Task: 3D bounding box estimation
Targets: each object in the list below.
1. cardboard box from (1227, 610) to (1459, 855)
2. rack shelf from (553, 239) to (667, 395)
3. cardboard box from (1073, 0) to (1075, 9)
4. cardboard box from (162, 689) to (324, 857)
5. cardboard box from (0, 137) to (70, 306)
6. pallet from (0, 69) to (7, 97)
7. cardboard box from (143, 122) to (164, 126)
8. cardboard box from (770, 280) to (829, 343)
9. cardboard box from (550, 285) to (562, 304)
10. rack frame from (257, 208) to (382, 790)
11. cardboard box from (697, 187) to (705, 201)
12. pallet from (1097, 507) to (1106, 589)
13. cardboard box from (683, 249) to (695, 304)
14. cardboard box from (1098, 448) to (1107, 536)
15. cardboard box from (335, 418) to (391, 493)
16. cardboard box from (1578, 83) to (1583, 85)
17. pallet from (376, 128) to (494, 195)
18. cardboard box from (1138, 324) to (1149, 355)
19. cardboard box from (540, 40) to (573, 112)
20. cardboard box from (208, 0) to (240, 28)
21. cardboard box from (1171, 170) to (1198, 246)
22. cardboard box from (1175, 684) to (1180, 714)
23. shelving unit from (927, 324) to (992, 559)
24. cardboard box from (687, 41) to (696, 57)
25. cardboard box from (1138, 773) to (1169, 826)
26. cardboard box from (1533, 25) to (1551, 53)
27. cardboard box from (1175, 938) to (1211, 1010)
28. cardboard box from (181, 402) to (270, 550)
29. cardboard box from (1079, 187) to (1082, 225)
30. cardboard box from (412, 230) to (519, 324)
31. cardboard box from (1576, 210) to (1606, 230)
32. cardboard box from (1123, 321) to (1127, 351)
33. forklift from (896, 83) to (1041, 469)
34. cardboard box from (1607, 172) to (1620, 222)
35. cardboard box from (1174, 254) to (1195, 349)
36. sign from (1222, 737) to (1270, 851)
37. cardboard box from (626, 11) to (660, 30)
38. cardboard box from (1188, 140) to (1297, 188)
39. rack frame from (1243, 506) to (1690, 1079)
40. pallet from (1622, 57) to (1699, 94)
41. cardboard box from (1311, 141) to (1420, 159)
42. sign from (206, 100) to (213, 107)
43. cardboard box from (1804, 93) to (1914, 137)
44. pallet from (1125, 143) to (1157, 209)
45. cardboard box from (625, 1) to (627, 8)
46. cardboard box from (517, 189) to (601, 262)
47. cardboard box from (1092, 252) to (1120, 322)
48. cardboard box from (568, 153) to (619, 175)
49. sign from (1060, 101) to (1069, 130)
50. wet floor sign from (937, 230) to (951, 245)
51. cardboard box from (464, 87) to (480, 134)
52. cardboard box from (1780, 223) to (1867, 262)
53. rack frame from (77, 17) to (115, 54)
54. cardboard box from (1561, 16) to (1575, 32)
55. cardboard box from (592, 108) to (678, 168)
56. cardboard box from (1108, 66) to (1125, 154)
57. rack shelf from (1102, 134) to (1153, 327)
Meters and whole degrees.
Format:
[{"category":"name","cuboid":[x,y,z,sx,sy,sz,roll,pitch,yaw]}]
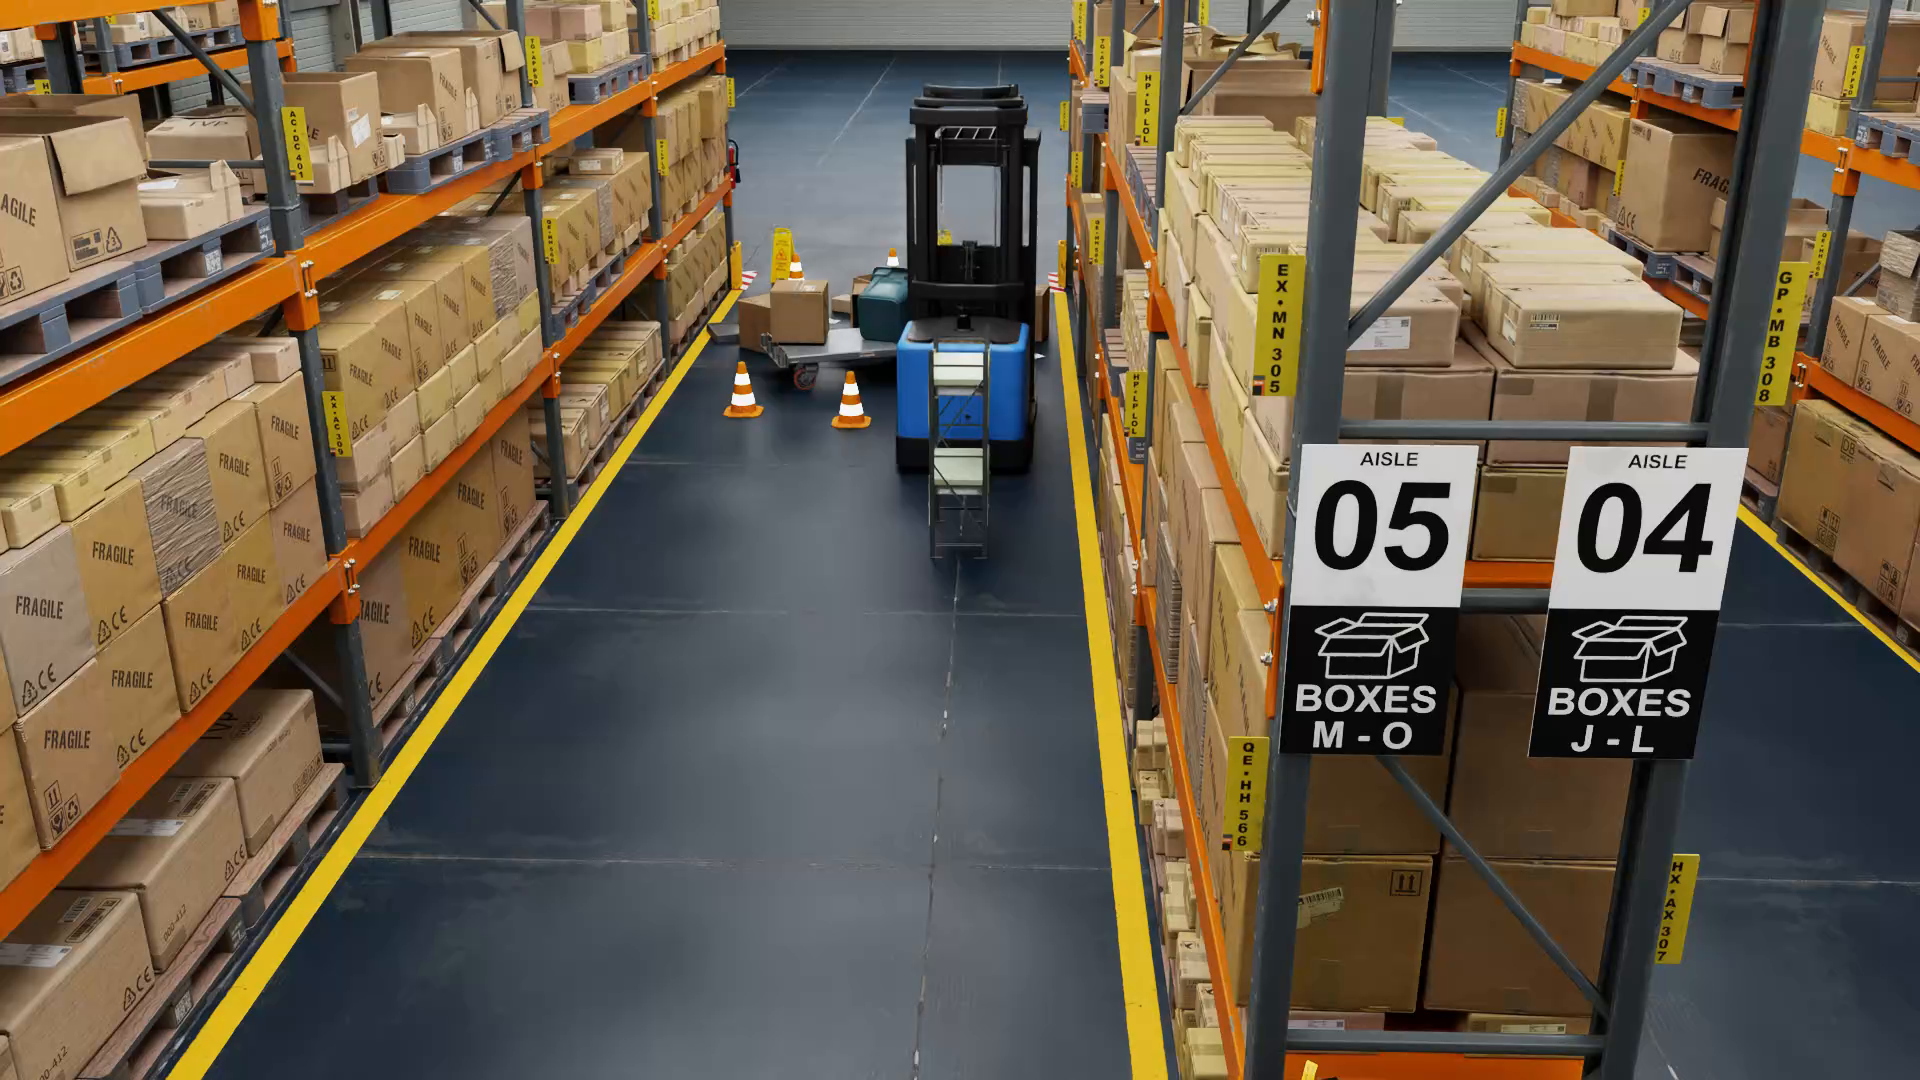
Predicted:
[{"category":"cardboard box","cuboid":[1.038,0.523,4.603,0.500,0.500,0.500,0,21,1]},{"category":"rack shelf","cuboid":[-3.374,-1.956,13.917,1.077,0.370,4.000,1,21,2]},{"category":"cardboard box","cuboid":[1.474,-5.797,17.753,0.500,0.250,0.500,0,21,1]},{"category":"cardboard box","cuboid":[-3.682,1.103,8.001,0.875,0.438,0.875,0,21,1]},{"category":"cardboard box","cuboid":[-3.467,-1.090,5.688,0.500,0.500,0.500,1,21,3]},{"category":"pallet","cuboid":[-8.434,-3.582,13.229,1.003,0.211,1.213,2,21,4]},{"category":"cardboard box","cuboid":[-8.452,-4.323,17.579,0.380,0.149,0.250,1,21,2]},{"category":"cardboard box","cuboid":[-1.533,-2.193,15.943,0.500,0.500,0.500,1,21,2]},{"category":"cardboard box","cuboid":[-3.197,-1.864,12.453,0.380,0.149,0.250,-1,21,-2]},{"category":"rack frame","cuboid":[-3.556,-0.122,8.196,1.000,3.000,0.127,1,21,2]},{"category":"cardboard box","cuboid":[-2.958,-3.743,17.875,0.380,0.149,0.250,0,21,1]},{"category":"pallet","cuboid":[1.491,0.032,11.653,1.003,0.211,1.213,1,21,2]},{"category":"cardboard box","cuboid":[-3.020,-2.682,16.978,0.500,0.500,0.500,1,21,4]},{"category":"cardboard box","cuboid":[1.240,-0.328,11.601,0.500,0.500,0.500,0,21,-1]},{"category":"cardboard box","cuboid":[-3.261,-0.441,8.535,0.500,0.250,0.500,0,21,0]},{"category":"cardboard box","cuboid":[6.935,-4.620,17.859,0.500,0.500,0.500,1,21,2]},{"category":"pallet","cuboid":[-3.432,-2.241,9.771,1.003,0.211,1.213,2,21,4]},{"category":"cardboard box","cuboid":[1.259,-1.176,9.857,0.380,0.149,0.250,0,21,1]},{"category":"cardboard box","cuboid":[-3.417,-3.566,12.784,0.797,0.503,0.637,1,21,2]},{"category":"cardboard box","cuboid":[-8.054,-5.669,17.490,0.700,0.500,0.500,1,21,2]},{"category":"cardboard box","cuboid":[1.120,-1.314,6.638,0.500,0.250,0.500,1,21,1]},{"category":"cardboard box","cuboid":[1.068,0.589,6.712,0.380,0.149,0.250,2,21,4]},{"category":"shelving unit","cuboid":[0.000,-0.702,11.764,0.431,1.500,0.755,1,21,2]},{"category":"cardboard box","cuboid":[-2.925,-5.054,17.108,0.380,0.149,0.250,0,21,1]},{"category":"cardboard box","cuboid":[1.054,1.254,8.011,0.380,0.149,0.250,1,21,3]},{"category":"cardboard box","cuboid":[6.432,-5.322,17.659,0.500,0.250,0.500,0,21,0]},{"category":"cardboard box","cuboid":[1.006,1.628,6.224,0.380,0.149,0.250,1,21,4]},{"category":"cardboard box","cuboid":[-3.318,-0.277,7.077,0.500,0.500,0.500,0,21,1]},{"category":"cardboard box","cuboid":[1.631,-3.399,16.435,0.875,0.550,0.550,1,21,2]},{"category":"cardboard box","cuboid":[-3.196,-1.705,10.757,0.500,0.500,0.500,1,21,3]},{"category":"cardboard box","cuboid":[6.286,-3.141,16.324,0.380,0.149,0.250,1,21,2]},{"category":"cardboard box","cuboid":[1.293,-1.372,11.185,0.380,0.149,0.250,2,21,4]},{"category":"forklift","cuboid":[0.118,-2.422,14.219,1.130,2.935,3.031,2,21,4]},{"category":"cardboard box","cuboid":[6.668,-3.253,15.715,0.875,0.500,0.500,1,21,2]},{"category":"cardboard box","cuboid":[1.075,-0.899,6.259,0.500,0.250,0.500,2,21,4]},{"category":"sign","cuboid":[0.719,0.642,4.190,0.100,0.325,0.005,1,21,2]},{"category":"cardboard box","cuboid":[-2.977,-4.778,15.294,0.380,0.149,0.250,0,21,1]},{"category":"cardboard box","cuboid":[1.098,-1.466,6.478,0.380,0.149,0.250,0,21,0]},{"category":"rack frame","cuboid":[1.273,1.342,4.422,1.000,3.000,0.127,1,21,2]},{"category":"pallet","cuboid":[6.467,-3.994,14.289,1.213,0.211,1.003,1,21,2]},{"category":"cardboard box","cuboid":[1.569,-1.457,6.456,0.380,0.149,0.250,1,21,4]},{"category":"sign","cuboid":[-8.707,-4.963,19.366,0.100,0.325,0.005,1,21,2]},{"category":"cardboard box","cuboid":[6.240,-2.962,11.577,0.500,0.250,0.500,1,21,2]},{"category":"pallet","cuboid":[1.548,-2.012,9.180,1.213,0.211,1.003,1,21,2]},{"category":"cardboard box","cuboid":[-3.570,-5.346,16.758,0.380,0.149,0.250,1,21,2]},{"category":"cardboard box","cuboid":[-3.171,-2.490,13.169,0.500,0.500,0.500,1,21,3]},{"category":"cardboard box","cuboid":[1.278,-1.943,12.751,0.500,0.500,0.500,1,21,2]},{"category":"cardboard box","cuboid":[-3.094,-3.180,14.050,0.380,0.149,0.250,0,21,-1]},{"category":"sign","cuboid":[1.205,-4.891,19.182,0.100,0.325,0.005,1,21,2]},{"category":"wet floor sign","cuboid":[-0.219,-3.377,19.841,0.267,0.644,0.232,-3,21,-8]},{"category":"cardboard box","cuboid":[-3.127,-2.598,10.036,0.396,0.266,0.258,0,21,0]},{"category":"cardboard box","cuboid":[6.364,-2.100,12.576,0.700,0.500,0.500,4,22,10]},{"category":"rack frame","cuboid":[-8.274,-5.864,14.703,1.000,3.000,0.127,1,21,2]},{"category":"cardboard box","cuboid":[6.401,-5.299,17.048,0.380,0.149,0.250,0,21,-1]},{"category":"cardboard box","cuboid":[-3.083,-3.822,15.802,0.700,0.500,0.500,0,21,1]},{"category":"cardboard box","cuboid":[1.233,-2.792,10.792,0.500,0.500,0.500,1,21,2]},{"category":"rack shelf","cuboid":[1.456,-1.890,9.601,1.077,0.370,4.000,1,21,2]}]
